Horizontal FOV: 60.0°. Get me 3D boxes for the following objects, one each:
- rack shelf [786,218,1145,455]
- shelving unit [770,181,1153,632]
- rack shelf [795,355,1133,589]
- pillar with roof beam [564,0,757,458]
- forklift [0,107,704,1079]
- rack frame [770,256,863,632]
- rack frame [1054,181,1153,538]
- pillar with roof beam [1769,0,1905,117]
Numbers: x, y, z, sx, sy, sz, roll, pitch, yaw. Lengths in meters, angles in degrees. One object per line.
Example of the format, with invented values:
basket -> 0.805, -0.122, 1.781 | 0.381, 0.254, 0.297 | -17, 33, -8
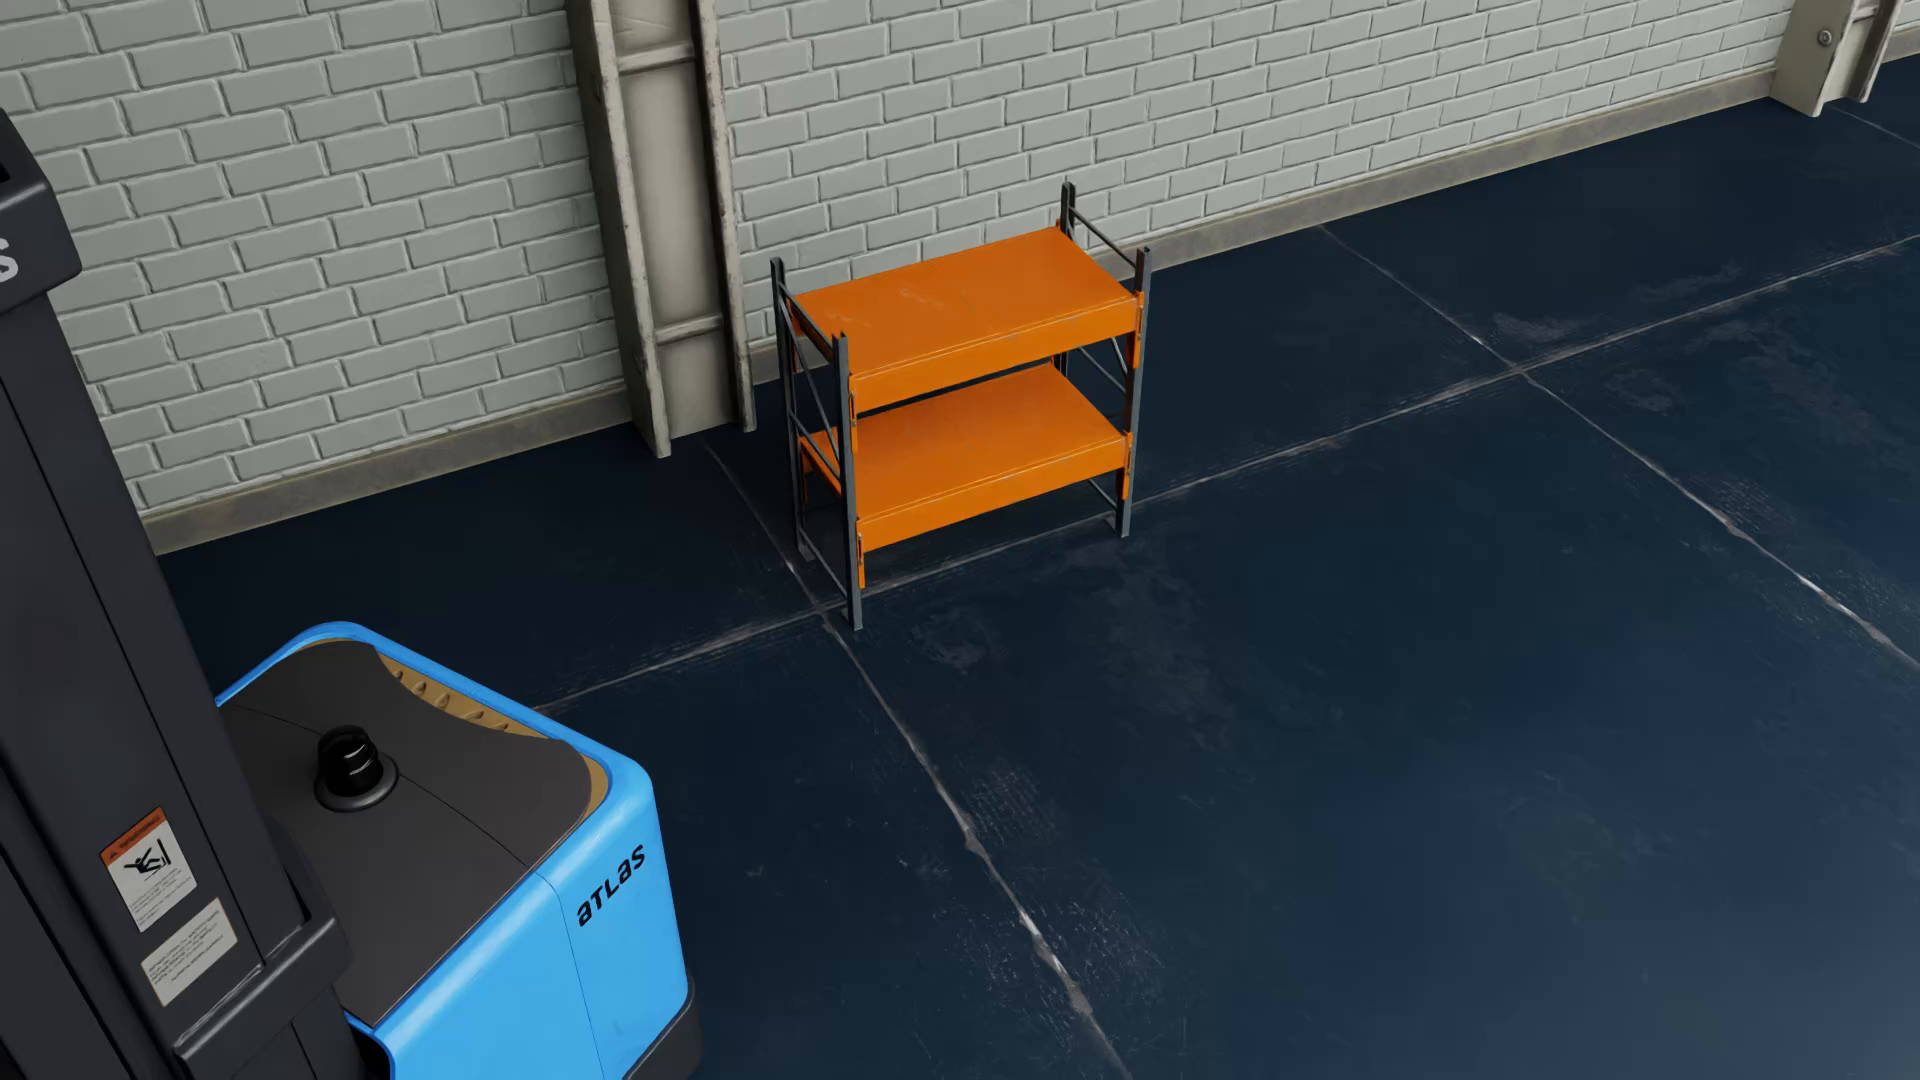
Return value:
rack shelf -> 0.006, -0.655, 5.200 | 1.000, 0.278, 0.538 | -19, 44, -21
shelving unit -> 0.006, -0.431, 5.389 | 1.048, 1.125, 0.538 | -19, 44, -21
rack shelf -> 0.006, -0.245, 5.547 | 1.000, 0.278, 0.538 | -19, 44, -21
pillar with roof beam -> 0.982, -1.413, 0.454 | 0.400, 9.000, 9.100 | -19, 44, -21
forklift -> -1.828, 0.843, 2.486 | 1.130, 2.935, 3.031 | 21, 45, 23
rack frame -> -0.445, -0.280, 5.210 | 0.032, 1.125, 0.500 | -19, 44, -21
rack frame -> 0.457, -0.583, 5.568 | 0.032, 1.125, 0.500 | -19, 44, -21
pillar with roof beam -> 6.304, -3.203, 2.569 | 0.400, 9.000, 9.100 | -19, 44, -21
